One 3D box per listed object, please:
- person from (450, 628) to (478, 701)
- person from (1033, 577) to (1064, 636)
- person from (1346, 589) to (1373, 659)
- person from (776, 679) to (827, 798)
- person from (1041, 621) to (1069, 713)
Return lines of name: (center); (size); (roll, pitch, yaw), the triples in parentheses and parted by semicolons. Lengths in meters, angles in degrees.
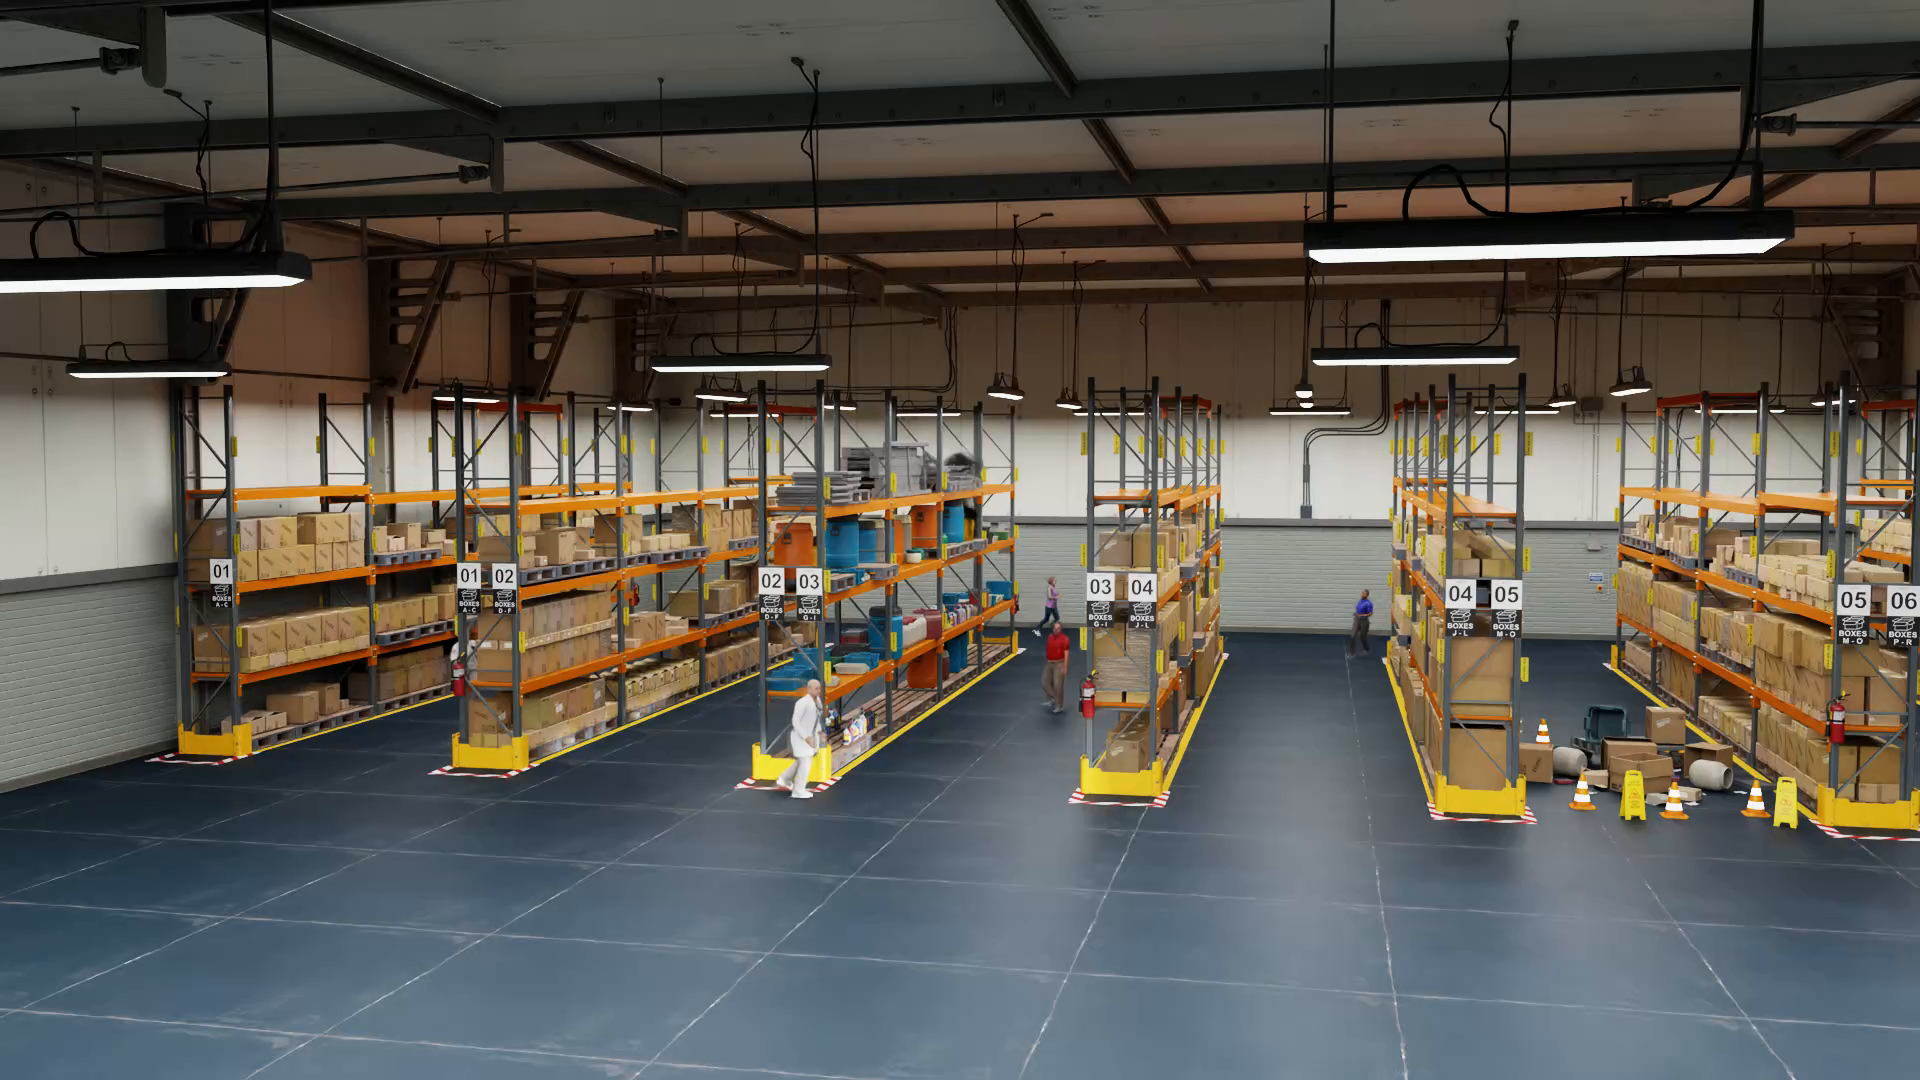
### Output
person: (-9.191, 2.448, 31.069); (0.598, 1.648, 0.942); (-1, 3, -10)
person: (2.332, 1.760, 43.219); (0.861, 1.609, 0.544); (1, 4, 24)
person: (9.552, 1.998, 39.317); (0.761, 1.691, 0.568); (-3, 4, -41)
person: (-2.295, 2.818, 23.702); (0.770, 1.717, 0.724); (1, 3, 18)
person: (1.816, 2.402, 31.387); (0.654, 1.760, 0.500); (3, 4, 42)
